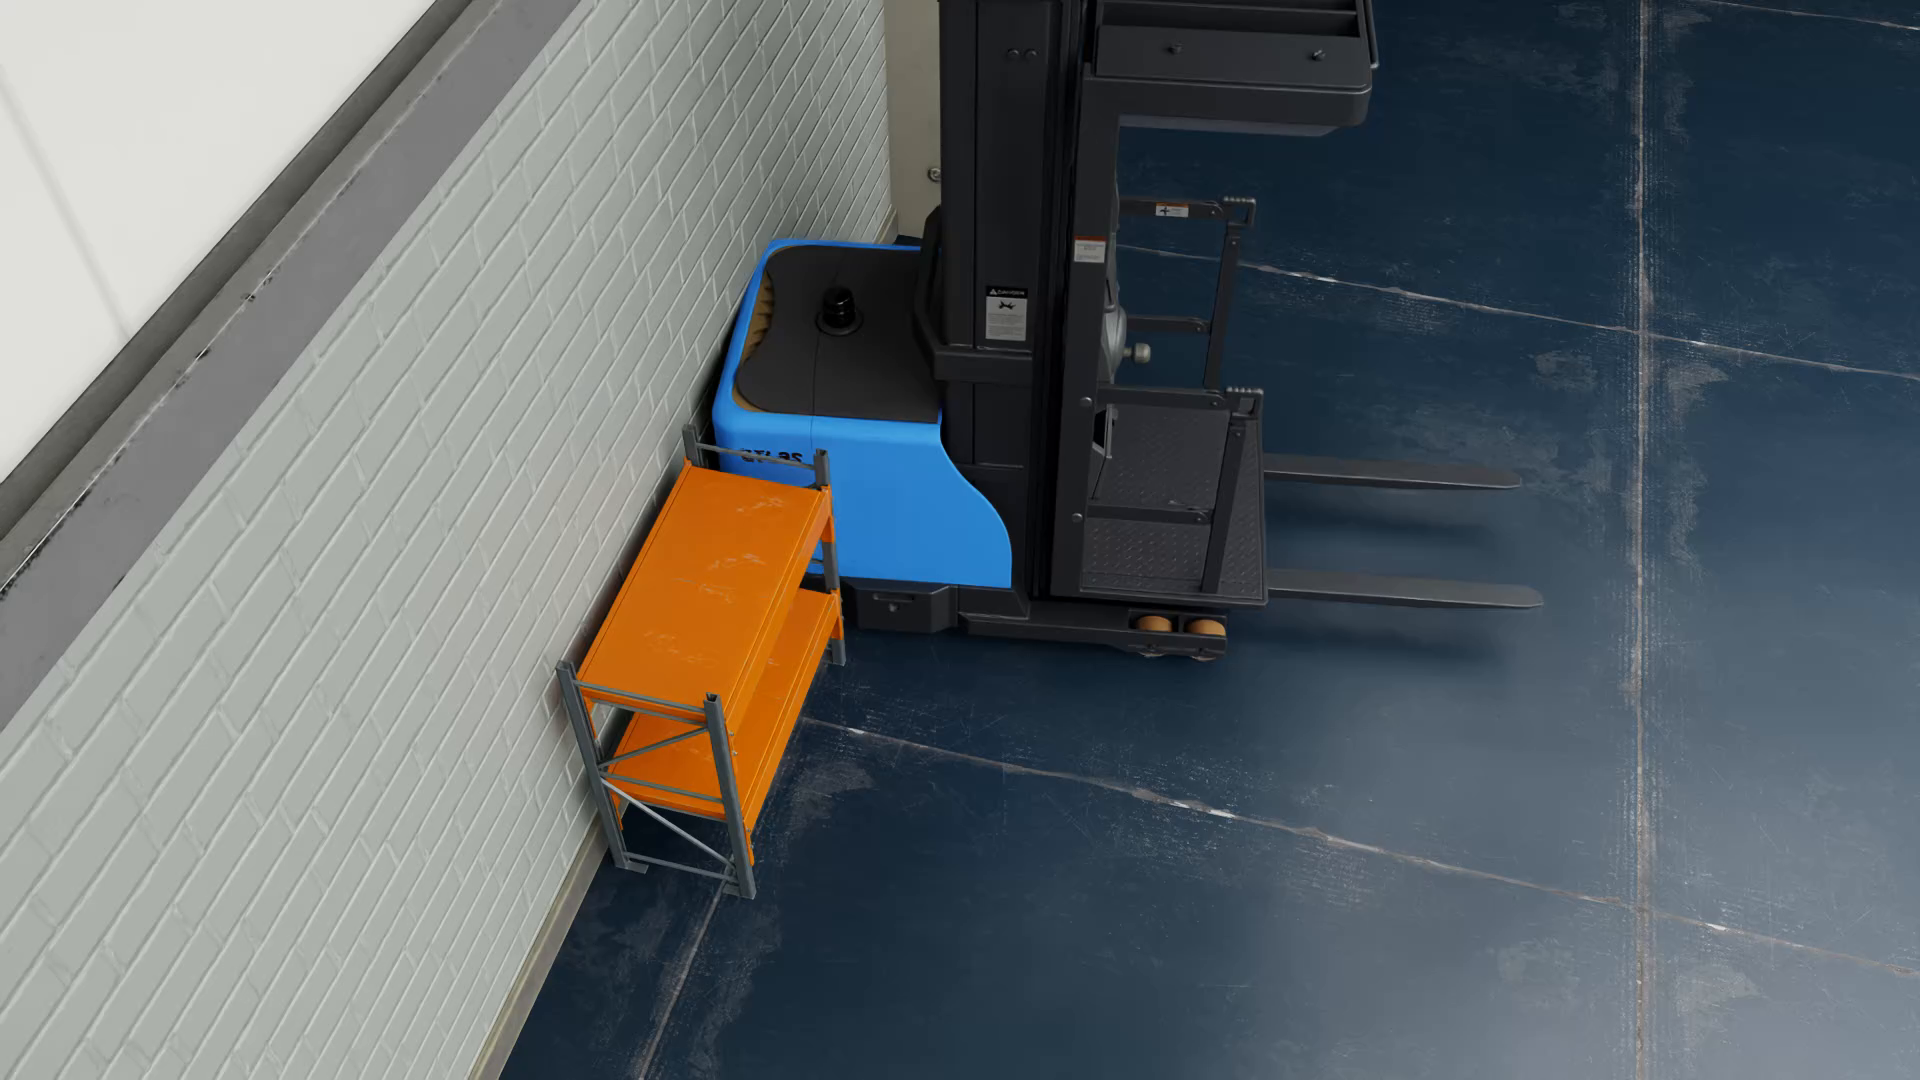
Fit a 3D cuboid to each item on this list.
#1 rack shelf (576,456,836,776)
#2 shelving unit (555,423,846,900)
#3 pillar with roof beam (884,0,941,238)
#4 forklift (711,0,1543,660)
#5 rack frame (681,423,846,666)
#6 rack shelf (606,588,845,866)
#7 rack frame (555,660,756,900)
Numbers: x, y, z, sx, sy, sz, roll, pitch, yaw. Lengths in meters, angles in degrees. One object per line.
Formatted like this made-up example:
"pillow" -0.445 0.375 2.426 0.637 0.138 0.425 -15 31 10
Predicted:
"rack shelf" -0.804 0.219 5.335 0.538 0.278 1.000 11 50 10
"shelving unit" -0.804 0.412 5.555 0.538 1.125 1.048 11 50 10
"pillar with roof beam" 4.022 -3.713 3.944 9.100 9.000 0.400 12 50 10
"forklift" 0.685 -0.937 5.541 3.031 2.935 1.130 4 49 4
"rack frame" -0.675 0.044 5.880 0.500 1.125 0.032 11 50 10
"rack shelf" -0.804 0.574 5.738 0.538 0.278 1.000 11 50 10
"rack frame" -0.934 0.781 5.230 0.500 1.125 0.032 11 50 10
